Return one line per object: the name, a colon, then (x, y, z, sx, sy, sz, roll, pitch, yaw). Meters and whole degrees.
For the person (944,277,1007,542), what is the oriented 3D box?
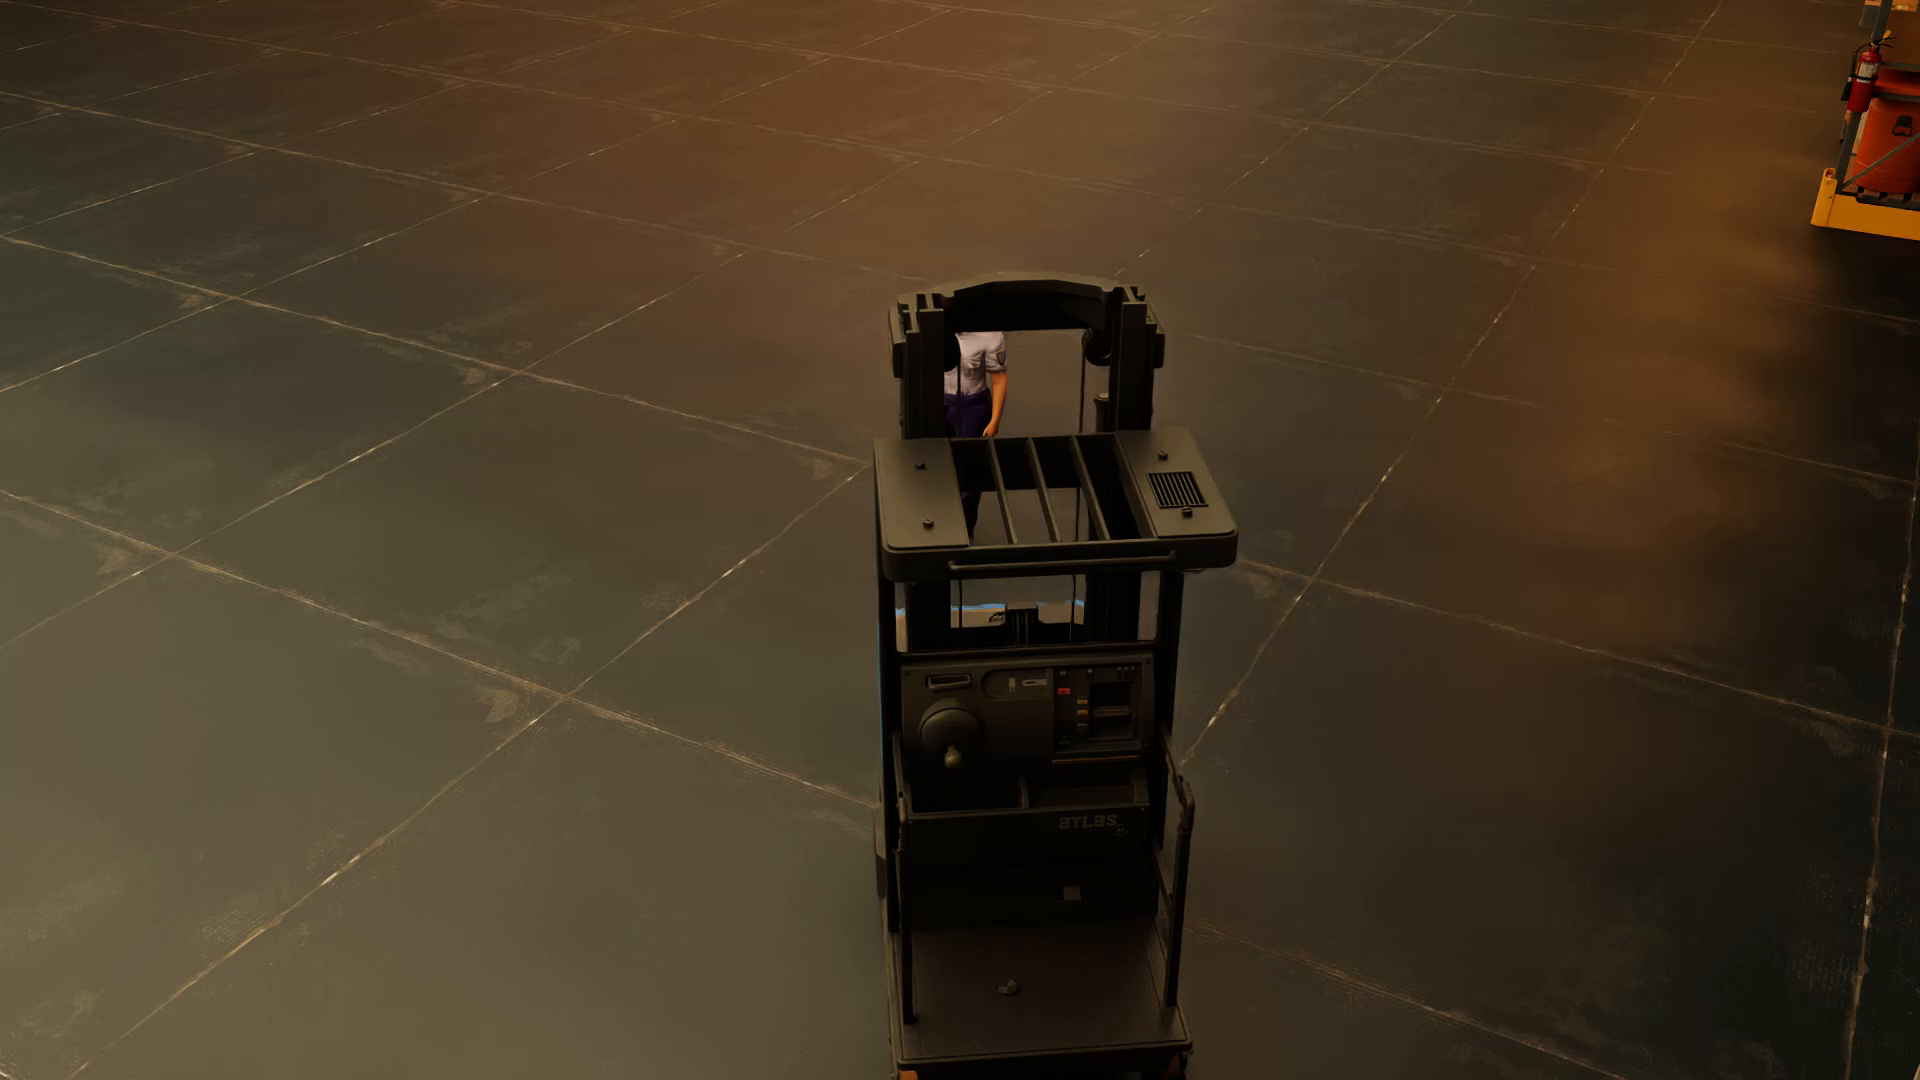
person: (-0.063, -0.686, 9.529, 0.599, 1.650, 0.503, 15, 33, 25)

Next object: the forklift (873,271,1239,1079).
forklift: (0.273, 0.673, 5.905, 1.130, 2.935, 3.031, -3, 30, -4)
